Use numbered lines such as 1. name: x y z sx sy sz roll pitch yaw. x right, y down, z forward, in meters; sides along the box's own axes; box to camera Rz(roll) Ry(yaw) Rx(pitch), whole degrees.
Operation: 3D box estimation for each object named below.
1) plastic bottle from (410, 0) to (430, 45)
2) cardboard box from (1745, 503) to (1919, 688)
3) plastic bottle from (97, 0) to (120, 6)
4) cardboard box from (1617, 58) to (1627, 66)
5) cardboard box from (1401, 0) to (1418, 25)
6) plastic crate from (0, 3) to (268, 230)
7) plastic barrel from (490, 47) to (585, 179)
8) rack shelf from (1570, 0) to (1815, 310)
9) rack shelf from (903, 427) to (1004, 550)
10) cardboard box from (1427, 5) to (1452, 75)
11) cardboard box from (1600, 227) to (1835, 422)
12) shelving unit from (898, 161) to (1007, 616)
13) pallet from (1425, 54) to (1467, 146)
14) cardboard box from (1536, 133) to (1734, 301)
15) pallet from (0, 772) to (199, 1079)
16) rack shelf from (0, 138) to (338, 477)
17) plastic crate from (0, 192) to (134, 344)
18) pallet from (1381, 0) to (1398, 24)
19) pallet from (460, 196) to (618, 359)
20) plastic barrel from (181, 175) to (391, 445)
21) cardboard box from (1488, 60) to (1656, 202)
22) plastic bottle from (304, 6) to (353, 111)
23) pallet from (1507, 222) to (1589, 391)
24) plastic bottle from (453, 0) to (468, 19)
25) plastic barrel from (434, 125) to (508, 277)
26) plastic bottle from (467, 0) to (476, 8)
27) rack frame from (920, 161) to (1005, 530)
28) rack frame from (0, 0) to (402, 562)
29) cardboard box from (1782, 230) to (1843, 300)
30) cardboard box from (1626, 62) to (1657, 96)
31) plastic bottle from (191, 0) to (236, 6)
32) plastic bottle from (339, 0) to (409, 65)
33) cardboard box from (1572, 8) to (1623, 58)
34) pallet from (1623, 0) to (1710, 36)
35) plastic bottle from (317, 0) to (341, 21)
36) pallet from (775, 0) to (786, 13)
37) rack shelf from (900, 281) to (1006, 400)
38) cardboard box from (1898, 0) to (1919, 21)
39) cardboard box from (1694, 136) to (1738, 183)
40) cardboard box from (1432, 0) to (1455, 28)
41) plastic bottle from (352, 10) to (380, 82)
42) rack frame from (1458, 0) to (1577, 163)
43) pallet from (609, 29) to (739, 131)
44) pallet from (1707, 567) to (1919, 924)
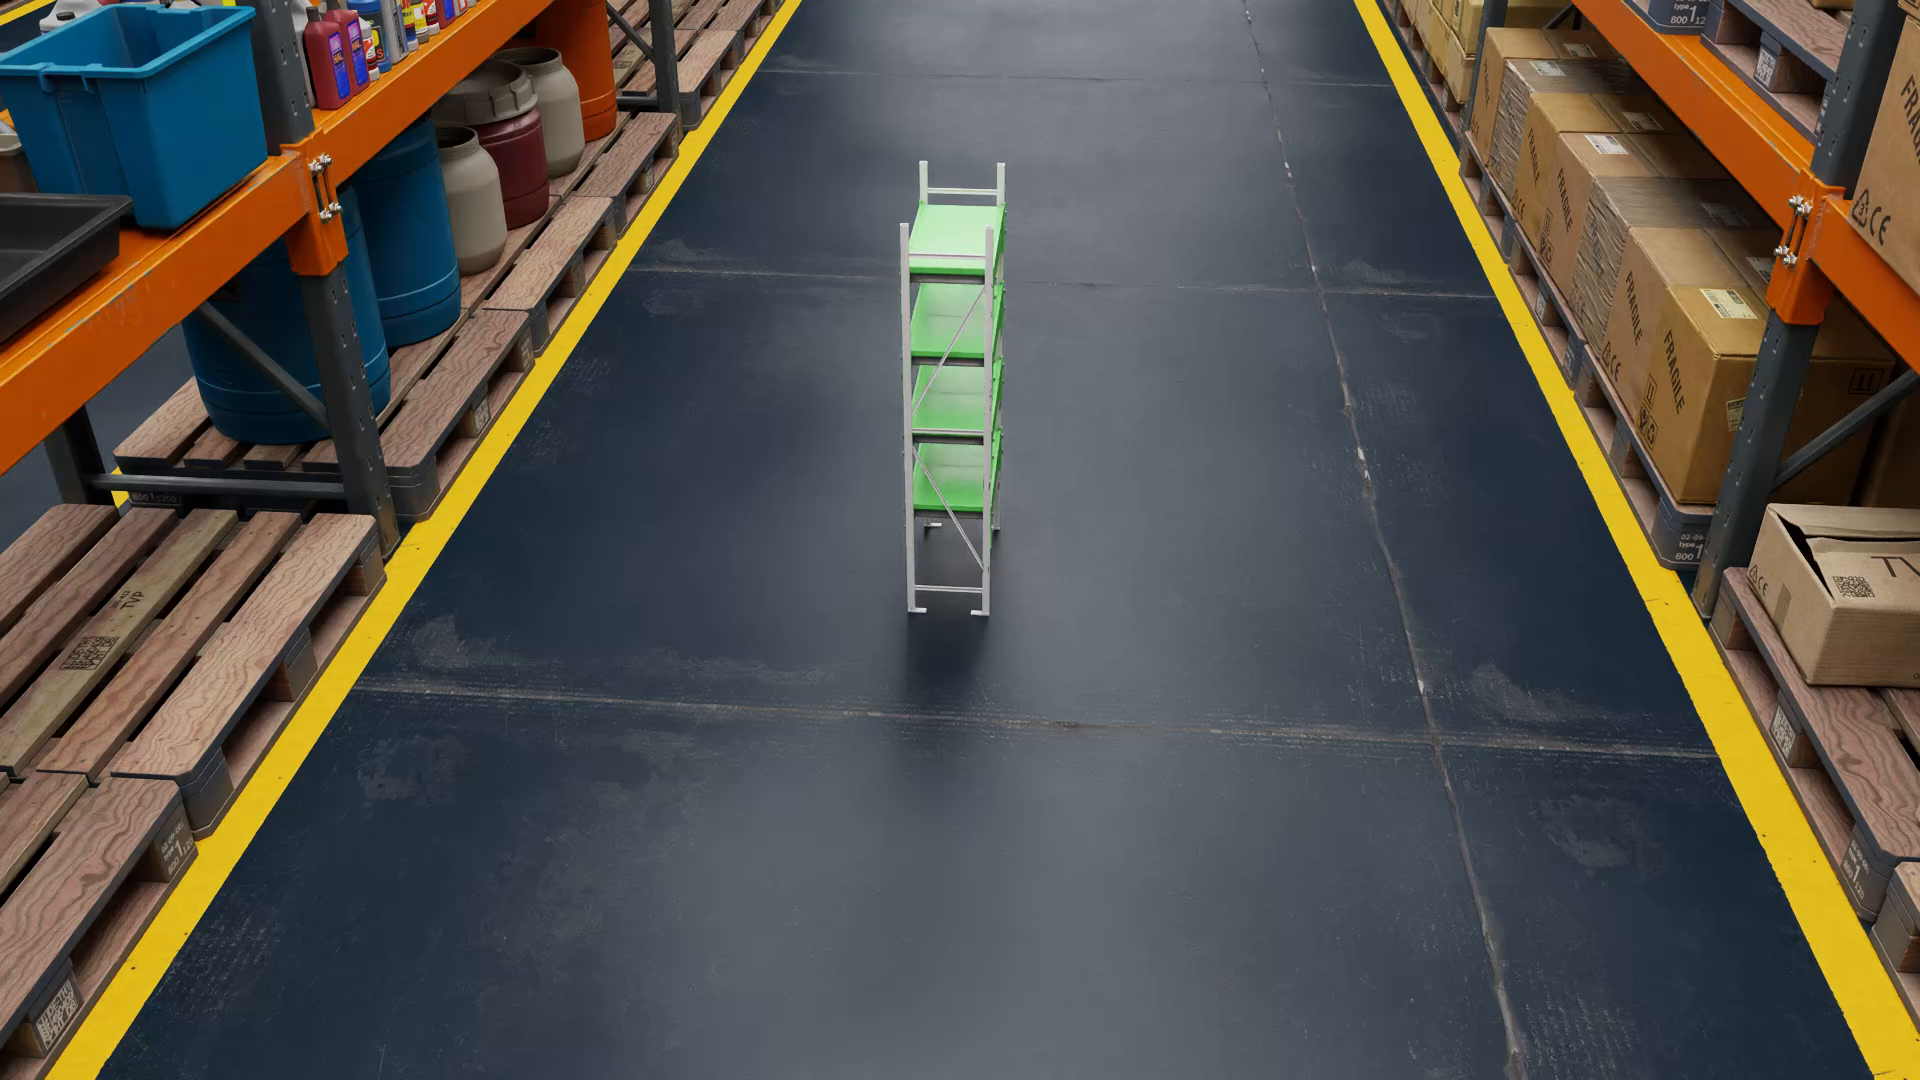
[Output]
1. plastic bottle: -1.772 -1.705 5.347 0.097 0.201 0.097 0 32 0
2. cardboard box: 2.423 0.119 4.342 0.500 0.311 0.500 2 32 4
3. plastic bottle: -2.581 -1.556 5.026 0.061 0.283 0.133 2 32 4
4. cardboard box: 3.334 -2.410 8.522 0.500 0.250 0.500 2 32 4
5. cardboard box: 2.919 -3.236 9.862 0.500 0.250 0.500 3 32 5
6. plastic crate: -1.962 -1.022 4.008 0.392 0.384 0.575 2 32 4
7. plastic barrel: -1.918 -1.918 7.474 0.421 0.512 0.421 0 32 0
8. rack shelf: 2.835 -1.788 5.979 1.077 0.370 4.000 2 32 4
9. rack shelf: -0.013 -0.166 4.954 0.258 0.148 0.480 2 32 4
10. cardboard box: 2.836 -2.704 8.999 0.500 0.250 0.500 2 32 3
11. cardboard box: 2.476 -0.700 5.491 0.500 0.500 0.500 3 32 4
12. shelving unit: -0.013 -0.424 4.795 0.258 1.200 0.503 2 32 4
13. pallet: 3.104 -2.382 8.914 1.003 0.211 1.213 2 32 4
14. cardboard box: 2.556 -1.229 6.348 0.500 0.500 0.500 1 32 2
15. pallet: -2.382 0.951 3.506 1.003 0.211 1.213 2 32 4
16. rack shelf: -2.427 0.090 2.931 1.077 0.370 4.000 2 32 4
17. plastic crate: -2.087 -0.574 3.527 0.437 0.125 0.590 2 32 4
18. pallet: 3.303 -3.658 10.984 1.003 0.211 1.213 2 32 4
19. pallet: -2.063 -1.117 6.861 1.003 0.211 1.213 2 32 4
20. plastic barrel: -2.203 -0.832 5.340 0.600 0.901 0.708 2 32 4
21. cardboard box: 2.639 -1.764 7.216 0.500 0.500 0.500 1 32 2
22. plastic bottle: -1.809 -1.386 4.751 0.061 0.283 0.133 2 32 4
23. pallet: 2.798 -0.928 6.555 1.003 0.211 1.213 2 32 4
24. plastic bottle: -1.771 -1.919 5.624 0.152 0.276 0.135 2 32 4
25. plastic barrel: -2.010 -1.327 6.516 0.421 0.512 0.421 0 32 0
26. plastic bottle: -1.734 -1.947 5.740 0.097 0.201 0.097 0 32 0
27. rack frame: 0.006 -0.552 5.002 0.240 1.200 0.015 2 32 4
28. rack frame: -2.264 -1.262 4.439 1.000 3.000 0.127 2 32 4
29. cardboard box: 2.987 -0.694 5.480 0.500 0.500 0.500 3 32 5
30. cardboard box: 3.156 -1.764 7.217 0.500 0.500 0.500 4 32 6
31. plastic bottle: -2.372 -1.730 5.245 0.144 0.351 0.185 2 32 4
32. plastic bottle: -1.817 -1.627 5.149 0.152 0.276 0.135 2 32 4
33. cardboard box: 3.334 -2.649 8.375 0.500 0.311 0.500 3 32 6
34. pallet: 2.845 -2.042 5.887 1.003 0.211 1.213 2 32 4
35. plastic bottle: -1.943 -1.590 5.161 0.097 0.201 0.097 0 32 0
36. pallet: -1.638 -3.846 11.290 1.003 0.211 1.213 2 32 4
37. rack shelf: -0.013 -0.574 4.702 0.258 0.148 0.480 2 32 4
38. cardboard box: 2.354 -1.283 3.424 0.500 0.500 0.500 3 32 5
39. cardboard box: 3.077 -1.219 6.333 0.500 0.500 0.500 1 32 2
40. cardboard box: 2.831 -2.944 8.854 0.500 0.311 0.500 2 32 3
41. plastic bottle: -1.807 -1.482 4.985 0.097 0.201 0.097 0 32 0
42. rack frame: 2.998 -3.140 7.487 1.000 3.000 0.127 2 32 4
43. pallet: -1.837 -2.570 9.220 1.003 0.211 1.213 2 32 4
44. pallet: 2.616 0.497 4.242 1.003 0.211 1.213 2 32 4
